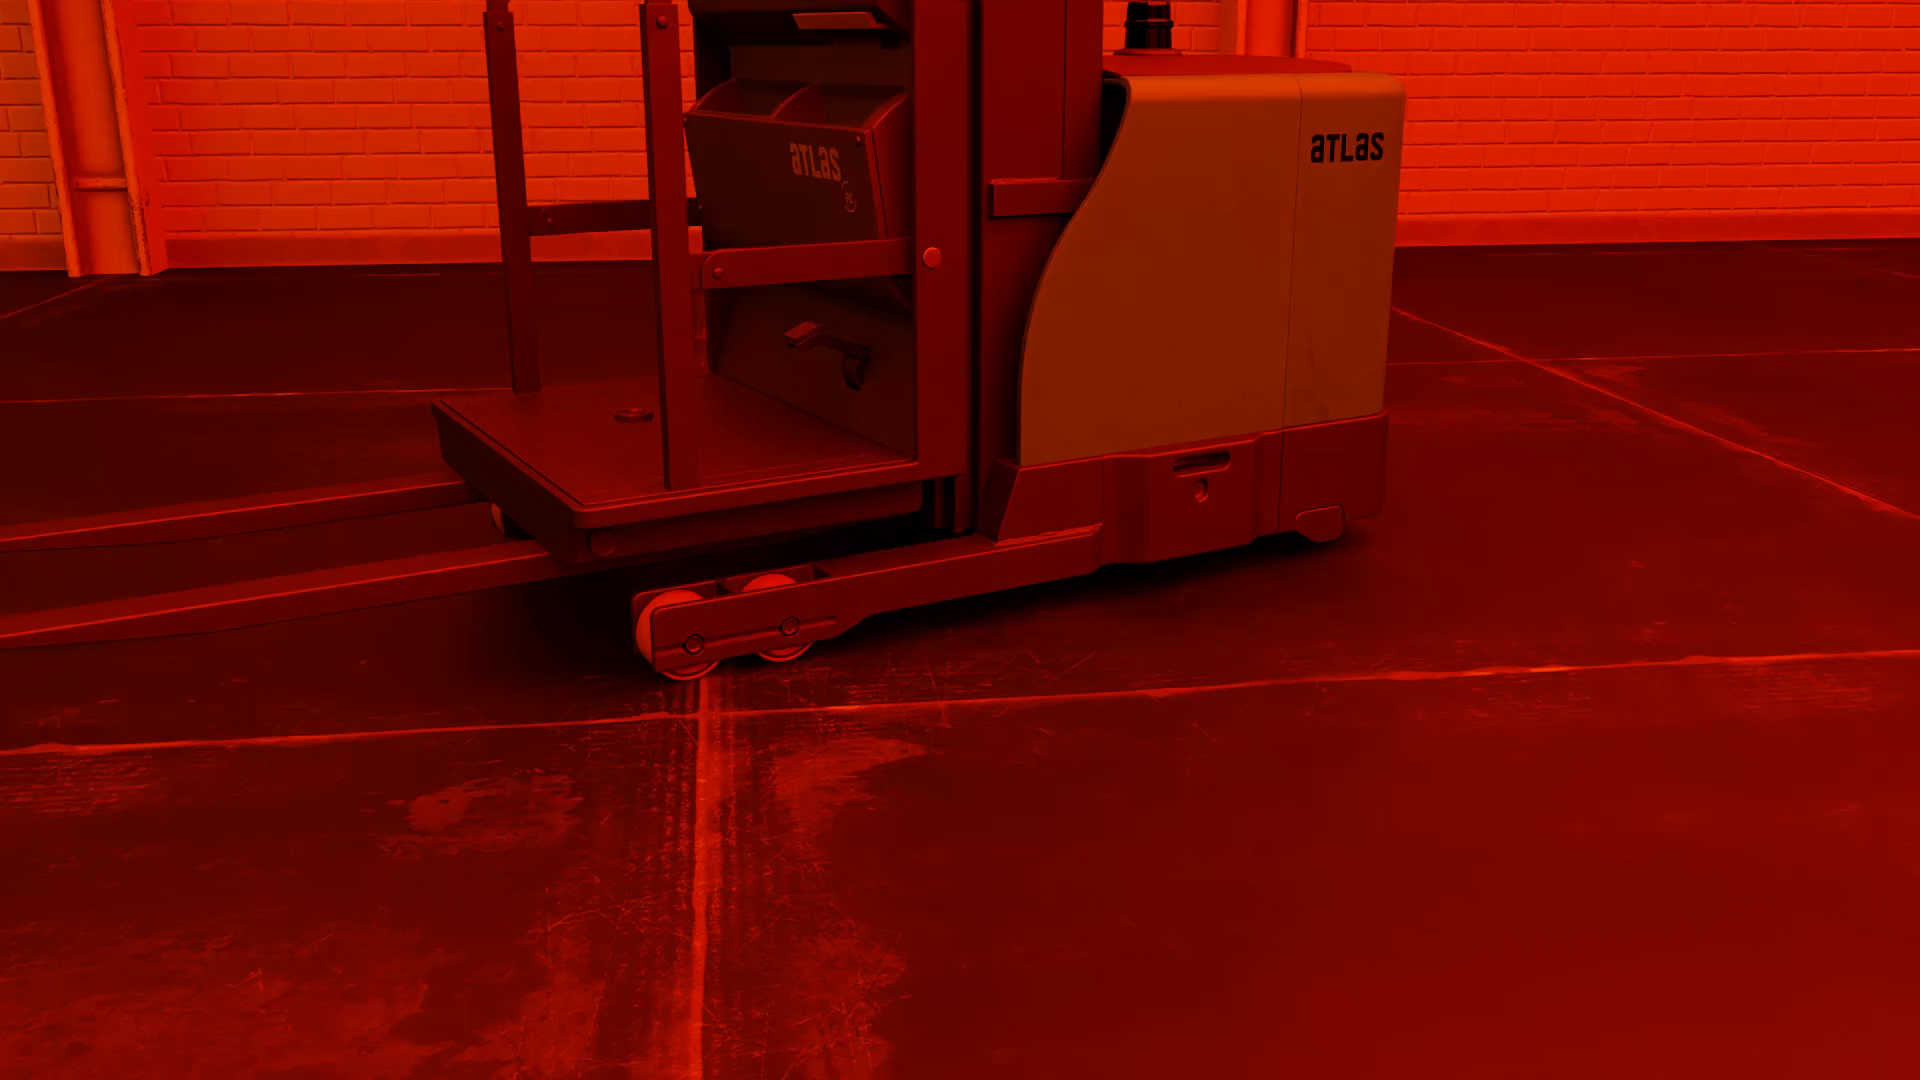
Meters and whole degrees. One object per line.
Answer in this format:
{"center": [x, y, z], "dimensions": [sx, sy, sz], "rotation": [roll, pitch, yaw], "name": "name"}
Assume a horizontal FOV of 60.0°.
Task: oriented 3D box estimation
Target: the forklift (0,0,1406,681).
{"center": [-0.526, -1.315, 3.251], "dimensions": [3.031, 2.935, 1.130], "rotation": [-10, 19, -29], "name": "forklift"}
